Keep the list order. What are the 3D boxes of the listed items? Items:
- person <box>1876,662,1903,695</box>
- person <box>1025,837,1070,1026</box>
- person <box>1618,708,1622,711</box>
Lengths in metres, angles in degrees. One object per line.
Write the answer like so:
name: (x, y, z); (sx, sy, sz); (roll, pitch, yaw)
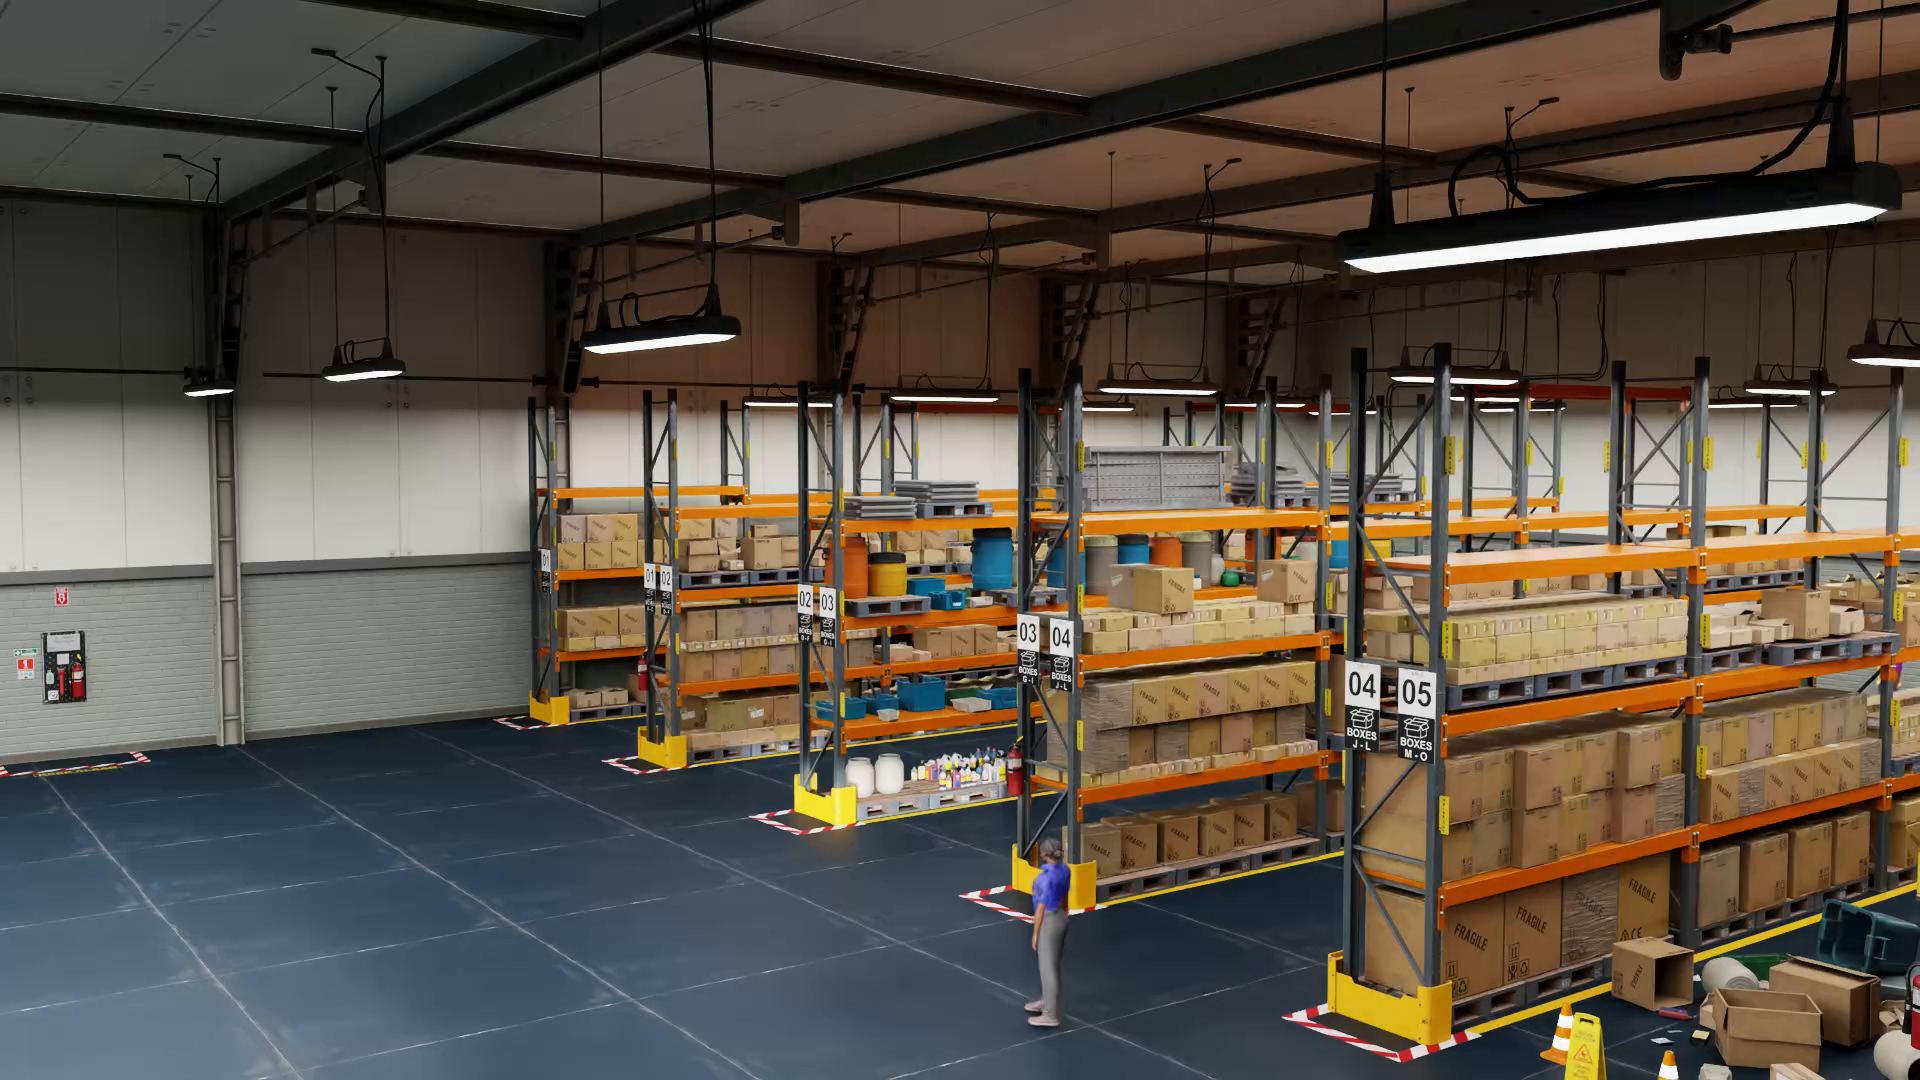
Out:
person: (16.178, 2.579, 28.975); (0.395, 1.782, 0.603); (0, 3, -5)
person: (0.747, 3.499, 14.825); (0.439, 1.564, 0.515); (1, 4, 19)
person: (8.776, 3.011, 22.348); (0.623, 1.715, 0.347); (-1, 4, -16)
